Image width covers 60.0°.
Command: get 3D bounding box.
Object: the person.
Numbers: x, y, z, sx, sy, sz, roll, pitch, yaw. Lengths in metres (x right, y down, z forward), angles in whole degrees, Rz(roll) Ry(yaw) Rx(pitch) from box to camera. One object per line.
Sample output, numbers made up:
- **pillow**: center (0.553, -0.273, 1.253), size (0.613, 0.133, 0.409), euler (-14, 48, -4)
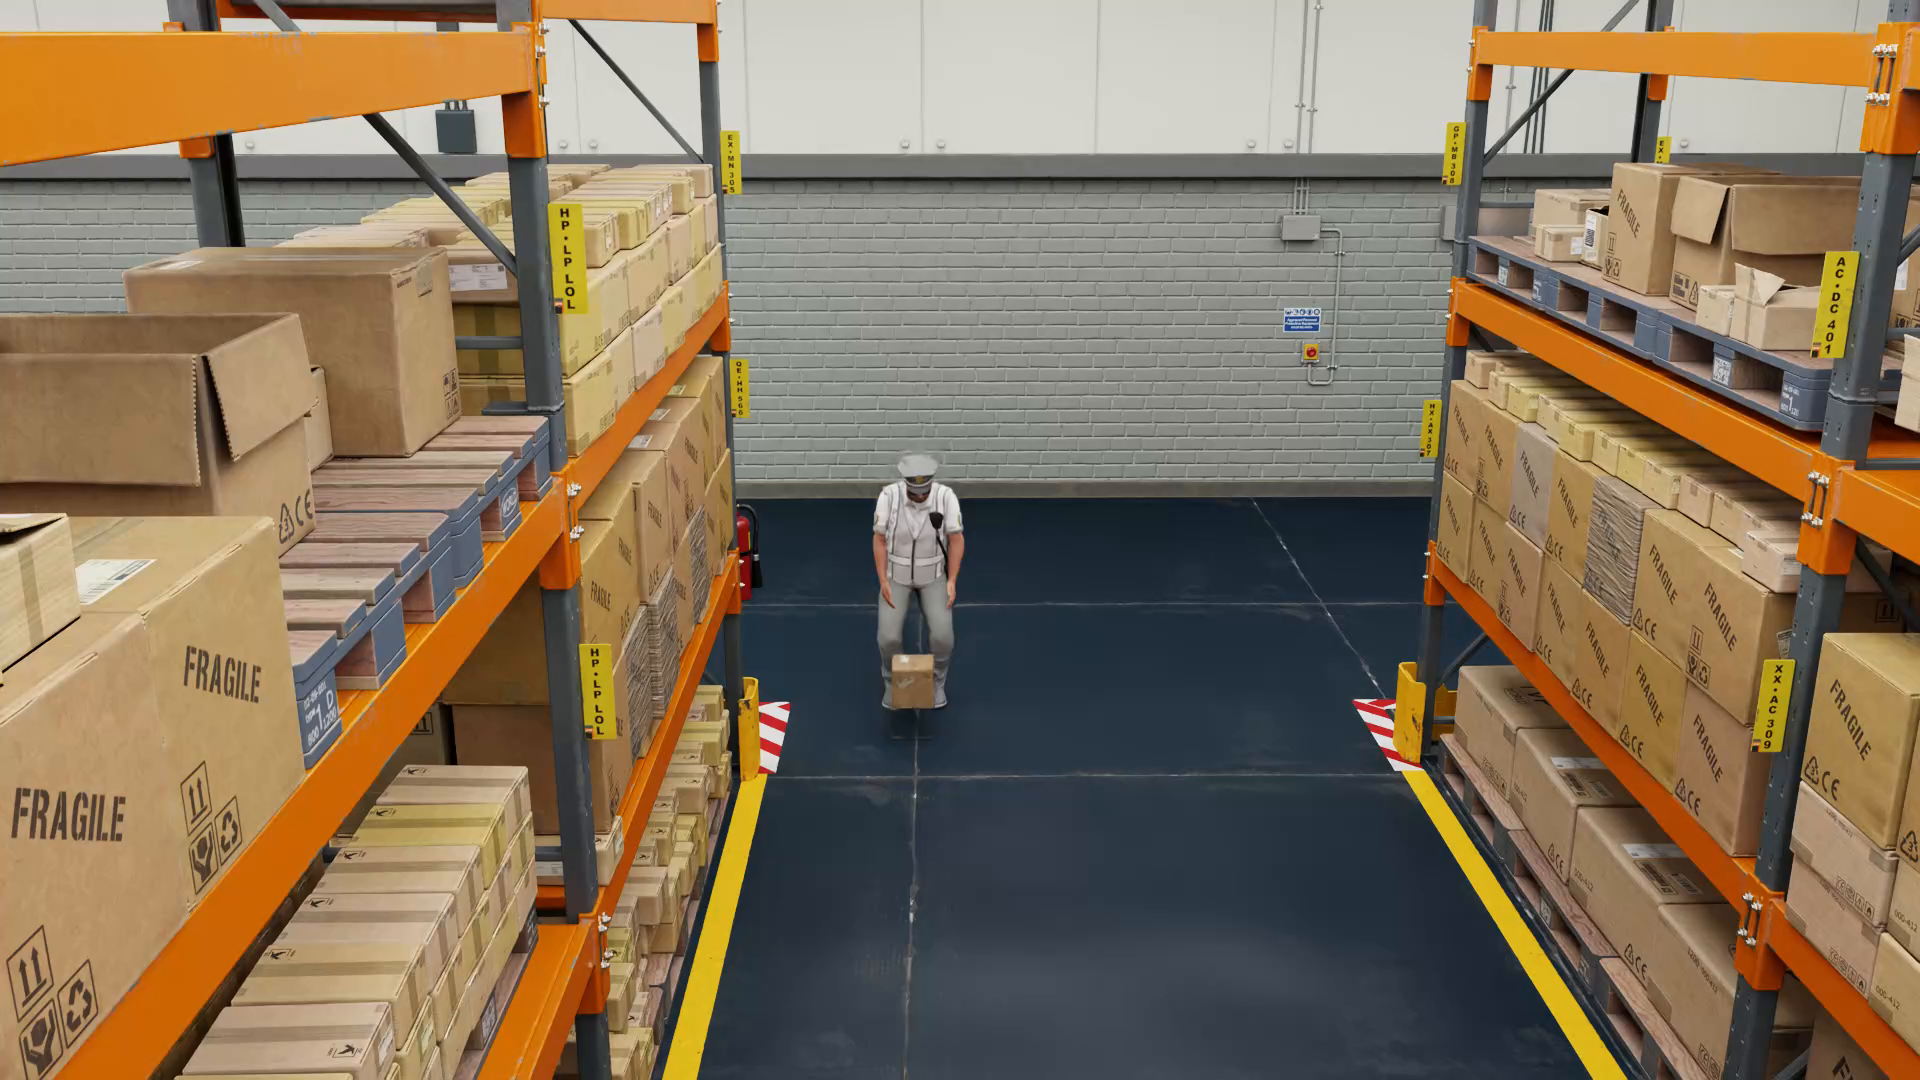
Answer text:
- **person**: center (-0.258, 0.248, 10.419), size (0.571, 1.650, 0.585), euler (0, 17, 0)
